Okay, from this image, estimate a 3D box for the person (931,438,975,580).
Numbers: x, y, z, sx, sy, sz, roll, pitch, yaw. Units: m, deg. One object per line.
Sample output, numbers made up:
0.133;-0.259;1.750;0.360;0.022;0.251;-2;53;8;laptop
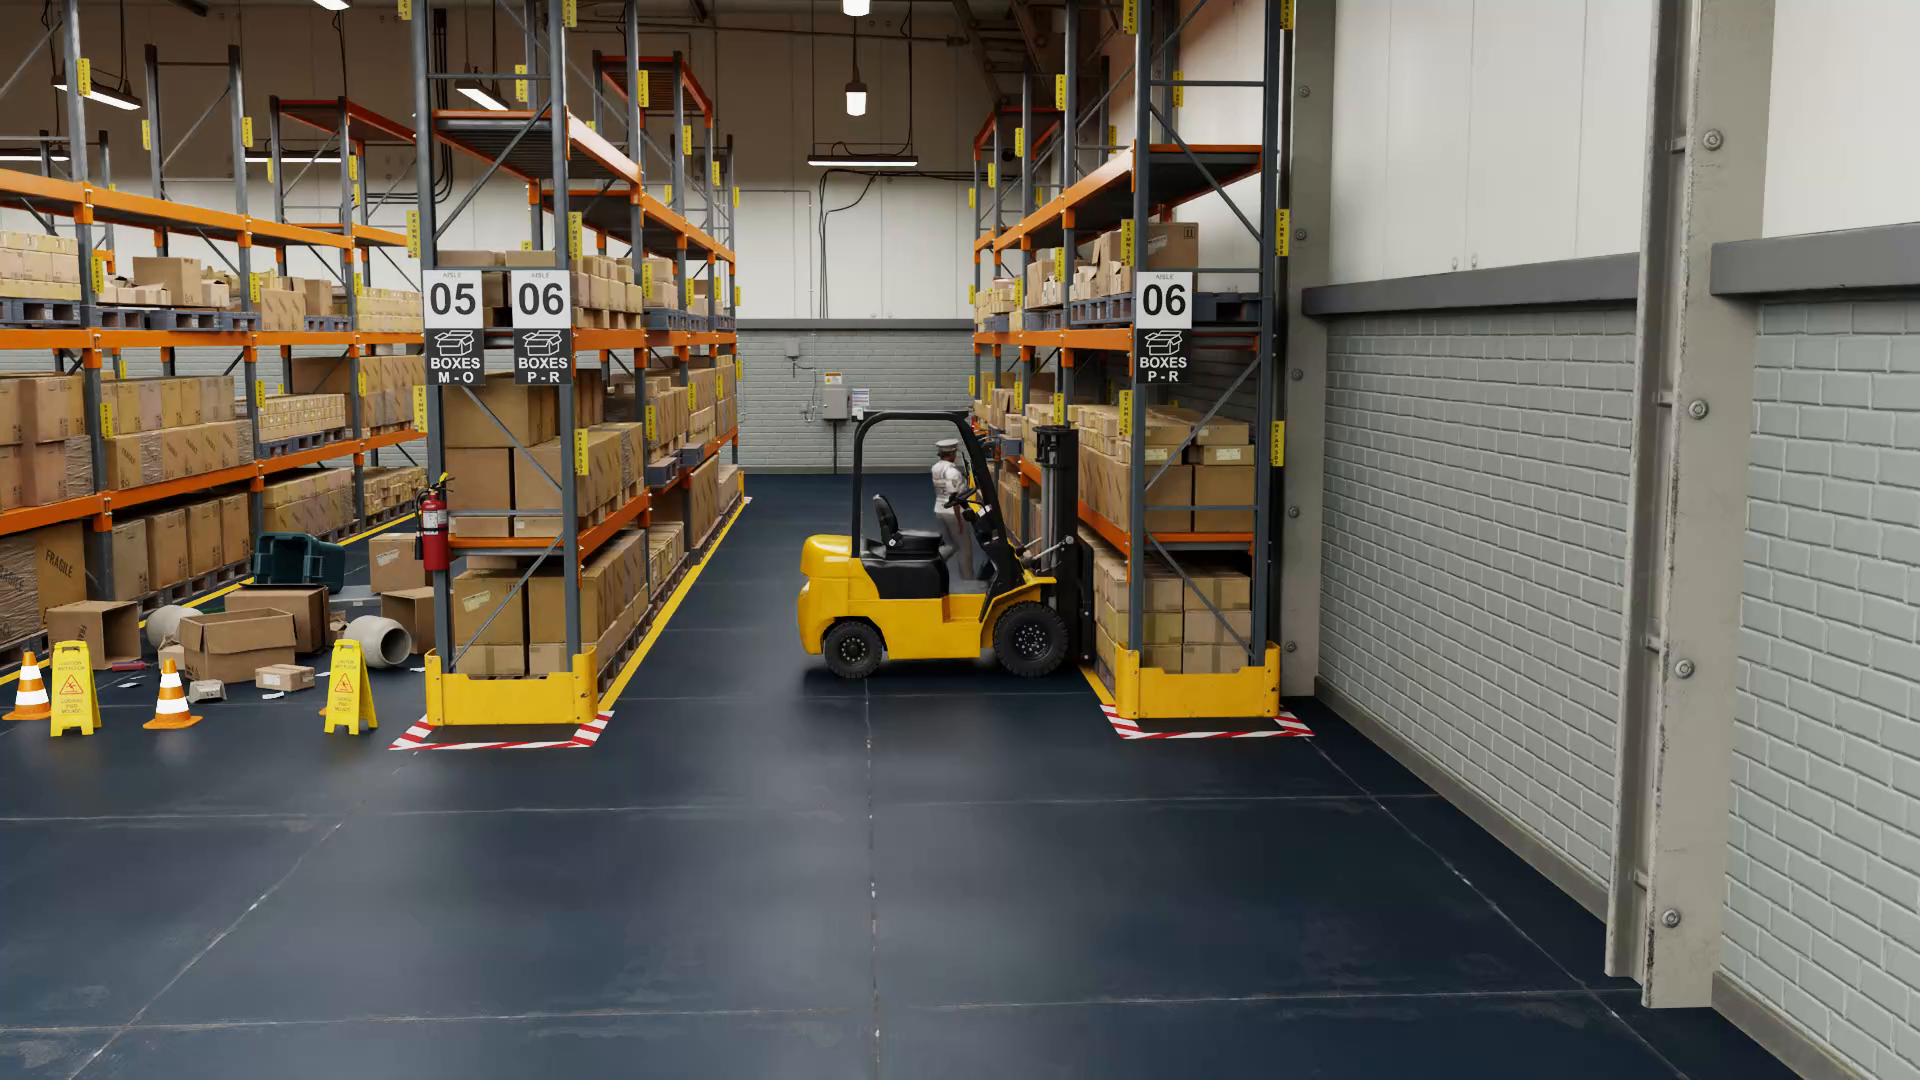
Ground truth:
-0.067;-0.264;17.805;0.735;1.645;0.471;-4;8;-27;person
